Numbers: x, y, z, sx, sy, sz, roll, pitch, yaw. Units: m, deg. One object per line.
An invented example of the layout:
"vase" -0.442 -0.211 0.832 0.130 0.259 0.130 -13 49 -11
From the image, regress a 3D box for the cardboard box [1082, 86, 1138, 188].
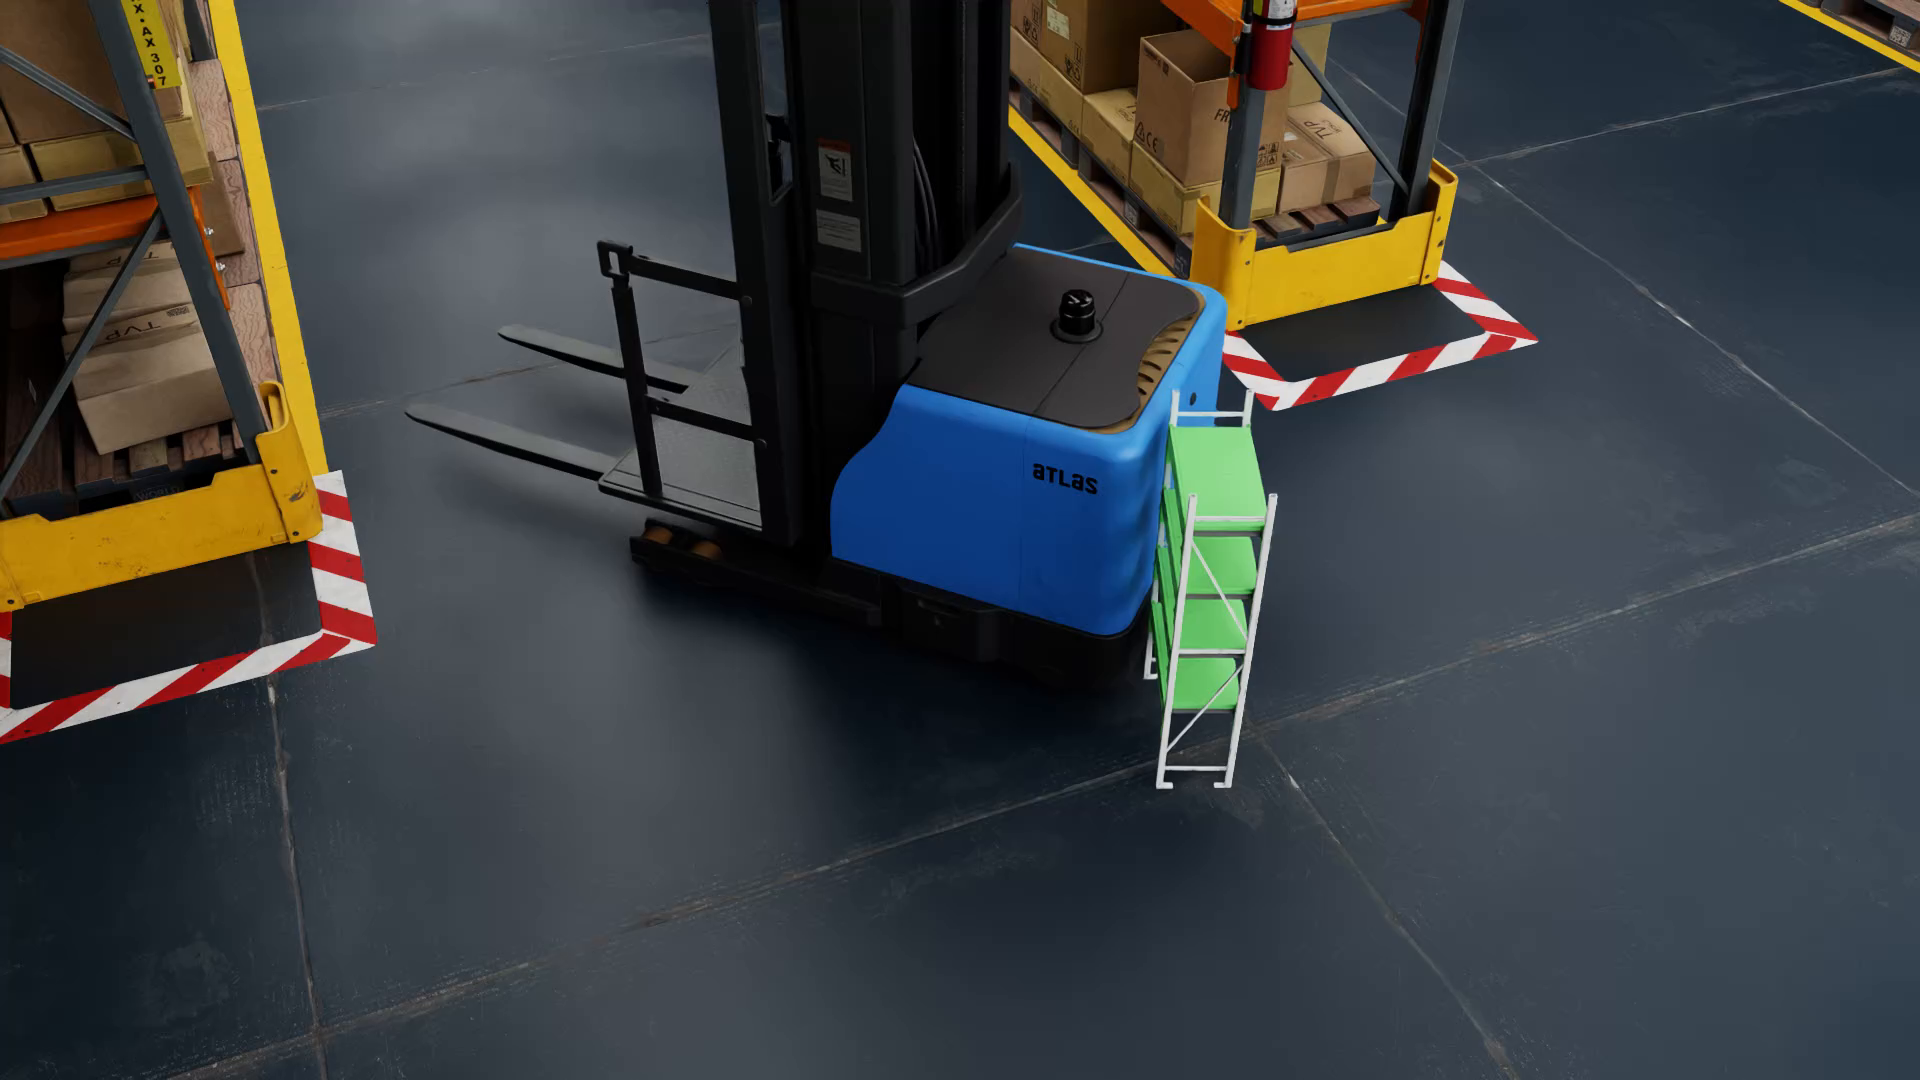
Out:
"cardboard box" 0.923 -1.969 8.026 0.500 0.250 0.500 -15 43 -17

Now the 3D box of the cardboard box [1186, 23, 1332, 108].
"cardboard box" 1.411 -2.385 7.935 0.500 0.500 0.500 -15 43 -17

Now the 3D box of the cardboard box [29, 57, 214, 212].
"cardboard box" -2.865 -1.391 5.667 0.500 0.250 0.500 -16 43 -18

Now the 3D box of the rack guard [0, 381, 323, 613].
"rack guard" -3.000 -0.165 6.059 1.175 0.500 0.348 -15 43 -17

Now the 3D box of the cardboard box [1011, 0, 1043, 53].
"cardboard box" 0.538 -2.855 8.481 0.500 0.500 0.500 -15 43 -17

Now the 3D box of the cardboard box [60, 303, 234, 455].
"cardboard box" -3.153 -0.654 6.434 0.500 0.311 0.500 -20 45 -22

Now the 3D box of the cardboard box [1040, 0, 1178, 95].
"cardboard box" 0.728 -2.554 8.131 0.500 0.500 0.500 -15 43 -17

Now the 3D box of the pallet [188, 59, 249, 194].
"pallet" -4.212 -2.024 8.441 1.003 0.211 1.213 -15 43 -17

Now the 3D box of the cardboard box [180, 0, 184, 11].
"cardboard box" -3.457 -2.314 6.740 0.500 0.250 0.500 -15 43 -16

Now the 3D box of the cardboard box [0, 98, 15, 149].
"cardboard box" -3.348 -1.533 5.257 0.500 0.500 0.500 -16 43 -17

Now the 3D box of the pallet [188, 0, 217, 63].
"pallet" -4.801 -2.888 9.447 1.003 0.211 1.213 -15 43 -17

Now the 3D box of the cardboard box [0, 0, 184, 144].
"cardboard box" -2.876 -1.665 5.410 0.500 0.500 0.500 -15 43 -17

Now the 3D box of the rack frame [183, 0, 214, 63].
"rack frame" -4.502 -3.477 7.992 1.000 3.000 0.127 -15 43 -17

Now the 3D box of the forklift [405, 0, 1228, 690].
"forklift" -0.649 -1.243 5.447 3.031 2.935 1.130 16 43 18

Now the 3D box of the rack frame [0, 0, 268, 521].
"rack frame" -2.971 -1.067 5.190 1.000 3.000 0.127 -15 43 -17

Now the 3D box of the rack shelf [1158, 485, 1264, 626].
"rack shelf" 0.749 0.040 5.013 0.258 0.148 0.480 0 41 0

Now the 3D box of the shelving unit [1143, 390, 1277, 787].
"shelving unit" 0.749 0.174 5.128 0.258 1.200 0.503 0 41 0

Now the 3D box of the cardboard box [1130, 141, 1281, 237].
"cardboard box" 1.126 -1.671 7.680 0.500 0.250 0.500 -15 43 -17

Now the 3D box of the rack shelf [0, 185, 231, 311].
"rack shelf" -3.737 -1.999 6.826 1.077 0.370 4.000 -15 43 -17

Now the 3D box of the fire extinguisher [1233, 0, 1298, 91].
"fire extinguisher" 1.220 -2.089 6.438 0.296 0.674 0.183 -15 43 -17

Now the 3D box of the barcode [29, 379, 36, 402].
"barcode" -3.529 -0.568 6.328 0.001 0.075 0.075 -15 43 -17

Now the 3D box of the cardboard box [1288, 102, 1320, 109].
"cardboard box" 1.410 -2.101 8.179 0.500 0.250 0.500 -15 43 -17

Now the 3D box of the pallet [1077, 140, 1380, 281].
"pallet" 1.273 -1.698 8.063 1.003 0.211 1.213 -15 43 -17

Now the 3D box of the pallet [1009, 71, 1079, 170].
"pallet" 0.810 -2.432 8.916 1.003 0.211 1.213 -15 43 -17

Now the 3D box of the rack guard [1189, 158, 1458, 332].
"rack guard" 1.613 -1.343 7.428 1.175 0.500 0.348 -15 43 -17

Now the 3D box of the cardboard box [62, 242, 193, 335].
"cardboard box" -3.371 -0.997 6.834 0.500 0.311 0.500 -12 42 -13

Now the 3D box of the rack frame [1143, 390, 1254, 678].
"rack frame" 0.750 0.015 5.313 0.240 1.200 0.015 0 41 0

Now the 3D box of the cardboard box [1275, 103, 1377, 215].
"cardboard box" 1.604 -1.800 7.830 0.500 0.250 0.500 -15 43 -17

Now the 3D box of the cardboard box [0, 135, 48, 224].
"cardboard box" -3.329 -1.251 5.504 0.500 0.250 0.500 -15 43 -16

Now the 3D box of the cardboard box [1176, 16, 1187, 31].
"cardboard box" 1.208 -2.683 8.282 0.500 0.500 0.500 -15 43 -17

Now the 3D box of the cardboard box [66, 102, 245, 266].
"cardboard box" -3.606 -1.523 7.301 0.700 0.500 0.500 -18 44 -20

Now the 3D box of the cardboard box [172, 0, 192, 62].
"cardboard box" -3.266 -2.009 6.385 0.500 0.250 0.500 -16 43 -18

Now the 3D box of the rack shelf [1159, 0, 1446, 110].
"rack shelf" 0.839 -3.237 8.266 1.077 0.370 4.000 -15 43 -17

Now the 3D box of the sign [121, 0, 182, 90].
"sign" -2.470 -1.531 5.066 0.100 0.325 0.005 -15 43 -17

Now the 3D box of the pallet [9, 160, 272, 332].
"pallet" -3.742 -1.288 7.585 1.003 0.211 1.213 -15 43 -17

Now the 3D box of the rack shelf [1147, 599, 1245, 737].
"rack shelf" 0.749 0.404 5.326 0.258 0.148 0.480 0 41 0

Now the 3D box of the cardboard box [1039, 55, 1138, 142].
"cardboard box" 0.730 -2.270 8.376 0.500 0.250 0.500 -15 43 -17

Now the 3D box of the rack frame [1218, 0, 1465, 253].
"rack frame" 1.604 -2.305 6.630 1.000 3.000 0.127 -15 43 -17

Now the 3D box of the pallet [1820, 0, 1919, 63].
"pallet" 5.803 -3.006 9.584 1.003 0.211 1.213 -15 43 -17

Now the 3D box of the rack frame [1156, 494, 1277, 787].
"rack frame" 0.748 0.333 4.943 0.240 1.200 0.015 0 41 0

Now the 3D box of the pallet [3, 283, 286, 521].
"pallet" -3.279 -0.554 6.732 1.003 0.211 1.213 -15 43 -17

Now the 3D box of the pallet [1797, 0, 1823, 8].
"pallet" 5.340 -3.740 10.437 1.003 0.211 1.213 -15 43 -17

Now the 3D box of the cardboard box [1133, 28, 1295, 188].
"cardboard box" 1.124 -1.955 7.435 0.500 0.500 0.500 -15 43 -17

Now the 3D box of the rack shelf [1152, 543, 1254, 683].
"rack shelf" 0.749 0.222 5.169 0.258 0.148 0.480 0 41 0

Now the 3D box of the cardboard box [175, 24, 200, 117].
"cardboard box" -3.077 -1.700 6.026 0.500 0.250 0.500 -16 43 -18

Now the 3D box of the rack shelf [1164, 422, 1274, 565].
"rack shelf" 0.749 -0.142 4.856 0.258 0.148 0.480 0 41 0

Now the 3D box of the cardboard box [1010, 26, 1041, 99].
"cardboard box" 0.541 -2.572 8.727 0.500 0.250 0.500 -15 43 -17

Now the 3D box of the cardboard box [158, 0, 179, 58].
"cardboard box" -3.056 -1.965 5.759 0.500 0.500 0.500 -15 43 -17
